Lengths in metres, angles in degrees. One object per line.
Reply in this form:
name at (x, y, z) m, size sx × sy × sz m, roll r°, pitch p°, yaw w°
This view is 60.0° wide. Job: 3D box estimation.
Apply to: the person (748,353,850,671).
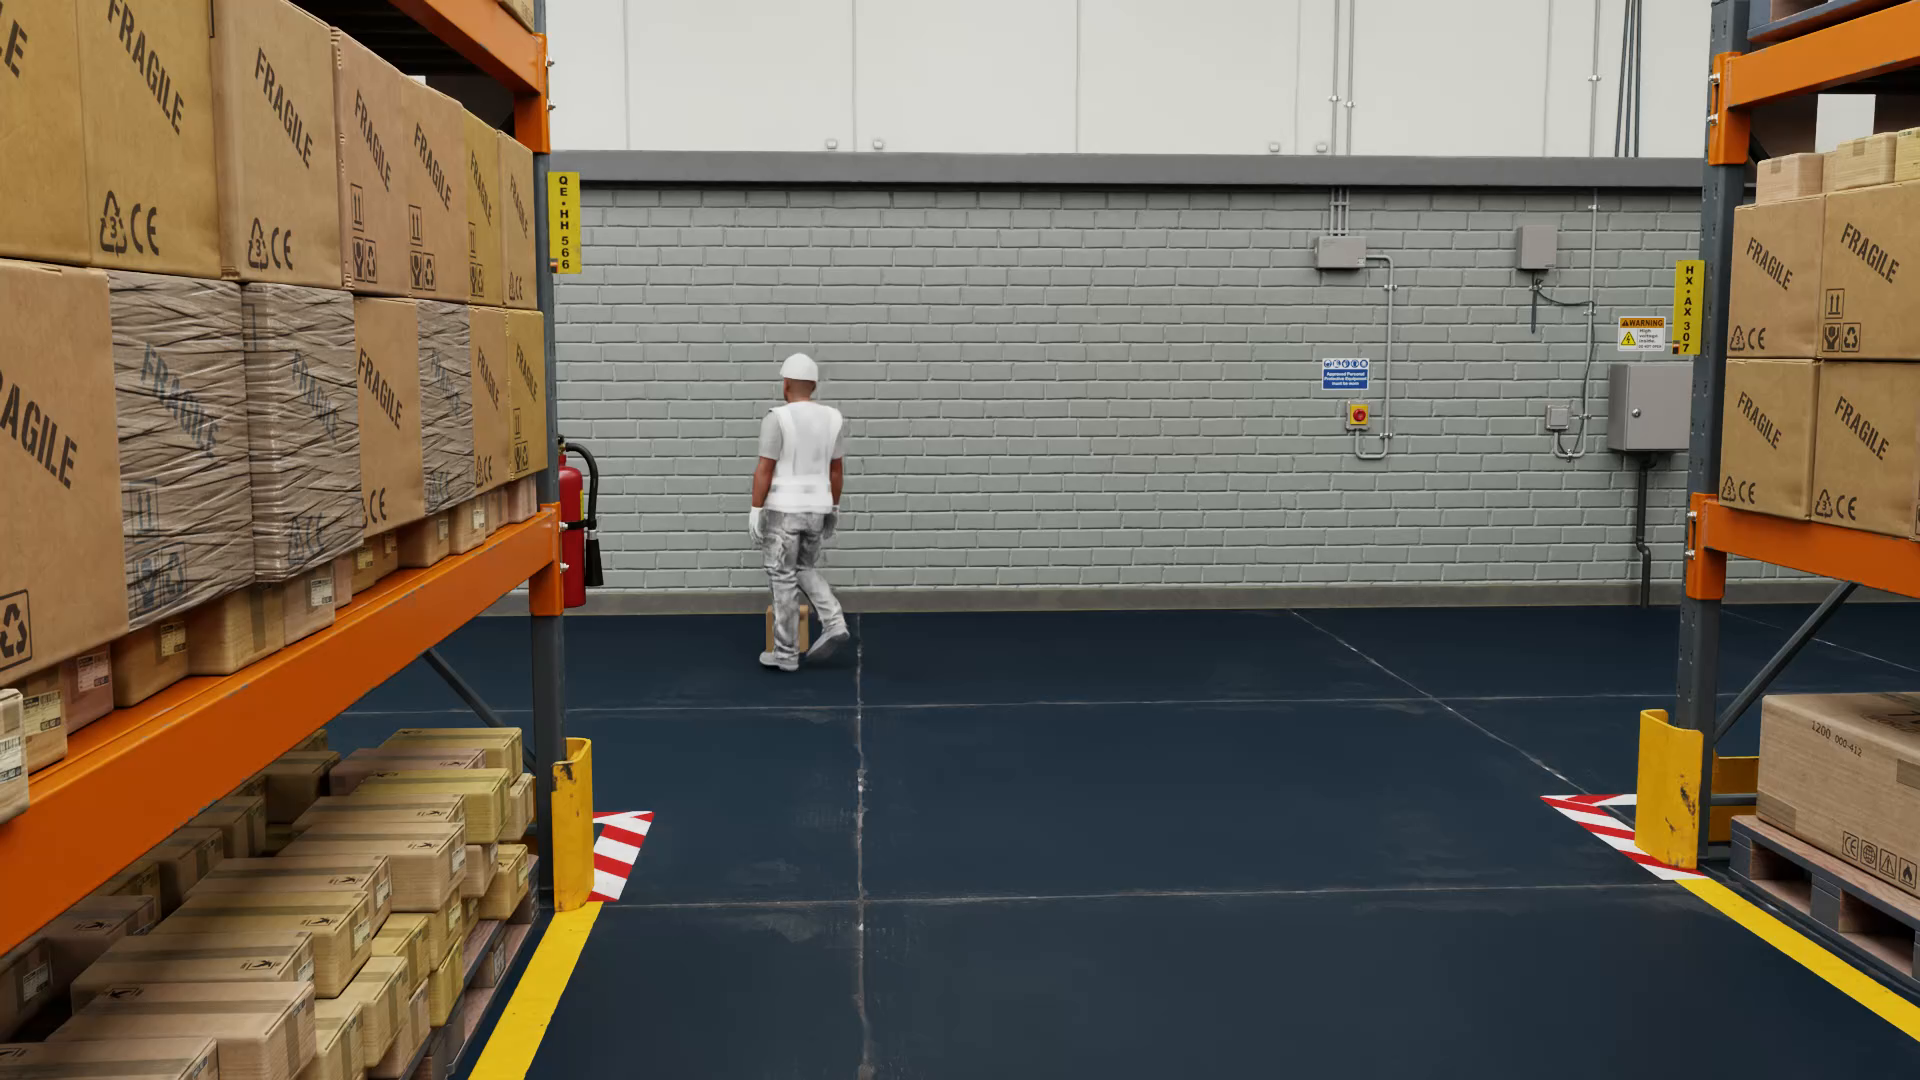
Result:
person at (-0.928, -0.157, 9.399) m, size 0.577 × 1.786 × 0.483 m, roll -6°, pitch 9°, yaw -42°
